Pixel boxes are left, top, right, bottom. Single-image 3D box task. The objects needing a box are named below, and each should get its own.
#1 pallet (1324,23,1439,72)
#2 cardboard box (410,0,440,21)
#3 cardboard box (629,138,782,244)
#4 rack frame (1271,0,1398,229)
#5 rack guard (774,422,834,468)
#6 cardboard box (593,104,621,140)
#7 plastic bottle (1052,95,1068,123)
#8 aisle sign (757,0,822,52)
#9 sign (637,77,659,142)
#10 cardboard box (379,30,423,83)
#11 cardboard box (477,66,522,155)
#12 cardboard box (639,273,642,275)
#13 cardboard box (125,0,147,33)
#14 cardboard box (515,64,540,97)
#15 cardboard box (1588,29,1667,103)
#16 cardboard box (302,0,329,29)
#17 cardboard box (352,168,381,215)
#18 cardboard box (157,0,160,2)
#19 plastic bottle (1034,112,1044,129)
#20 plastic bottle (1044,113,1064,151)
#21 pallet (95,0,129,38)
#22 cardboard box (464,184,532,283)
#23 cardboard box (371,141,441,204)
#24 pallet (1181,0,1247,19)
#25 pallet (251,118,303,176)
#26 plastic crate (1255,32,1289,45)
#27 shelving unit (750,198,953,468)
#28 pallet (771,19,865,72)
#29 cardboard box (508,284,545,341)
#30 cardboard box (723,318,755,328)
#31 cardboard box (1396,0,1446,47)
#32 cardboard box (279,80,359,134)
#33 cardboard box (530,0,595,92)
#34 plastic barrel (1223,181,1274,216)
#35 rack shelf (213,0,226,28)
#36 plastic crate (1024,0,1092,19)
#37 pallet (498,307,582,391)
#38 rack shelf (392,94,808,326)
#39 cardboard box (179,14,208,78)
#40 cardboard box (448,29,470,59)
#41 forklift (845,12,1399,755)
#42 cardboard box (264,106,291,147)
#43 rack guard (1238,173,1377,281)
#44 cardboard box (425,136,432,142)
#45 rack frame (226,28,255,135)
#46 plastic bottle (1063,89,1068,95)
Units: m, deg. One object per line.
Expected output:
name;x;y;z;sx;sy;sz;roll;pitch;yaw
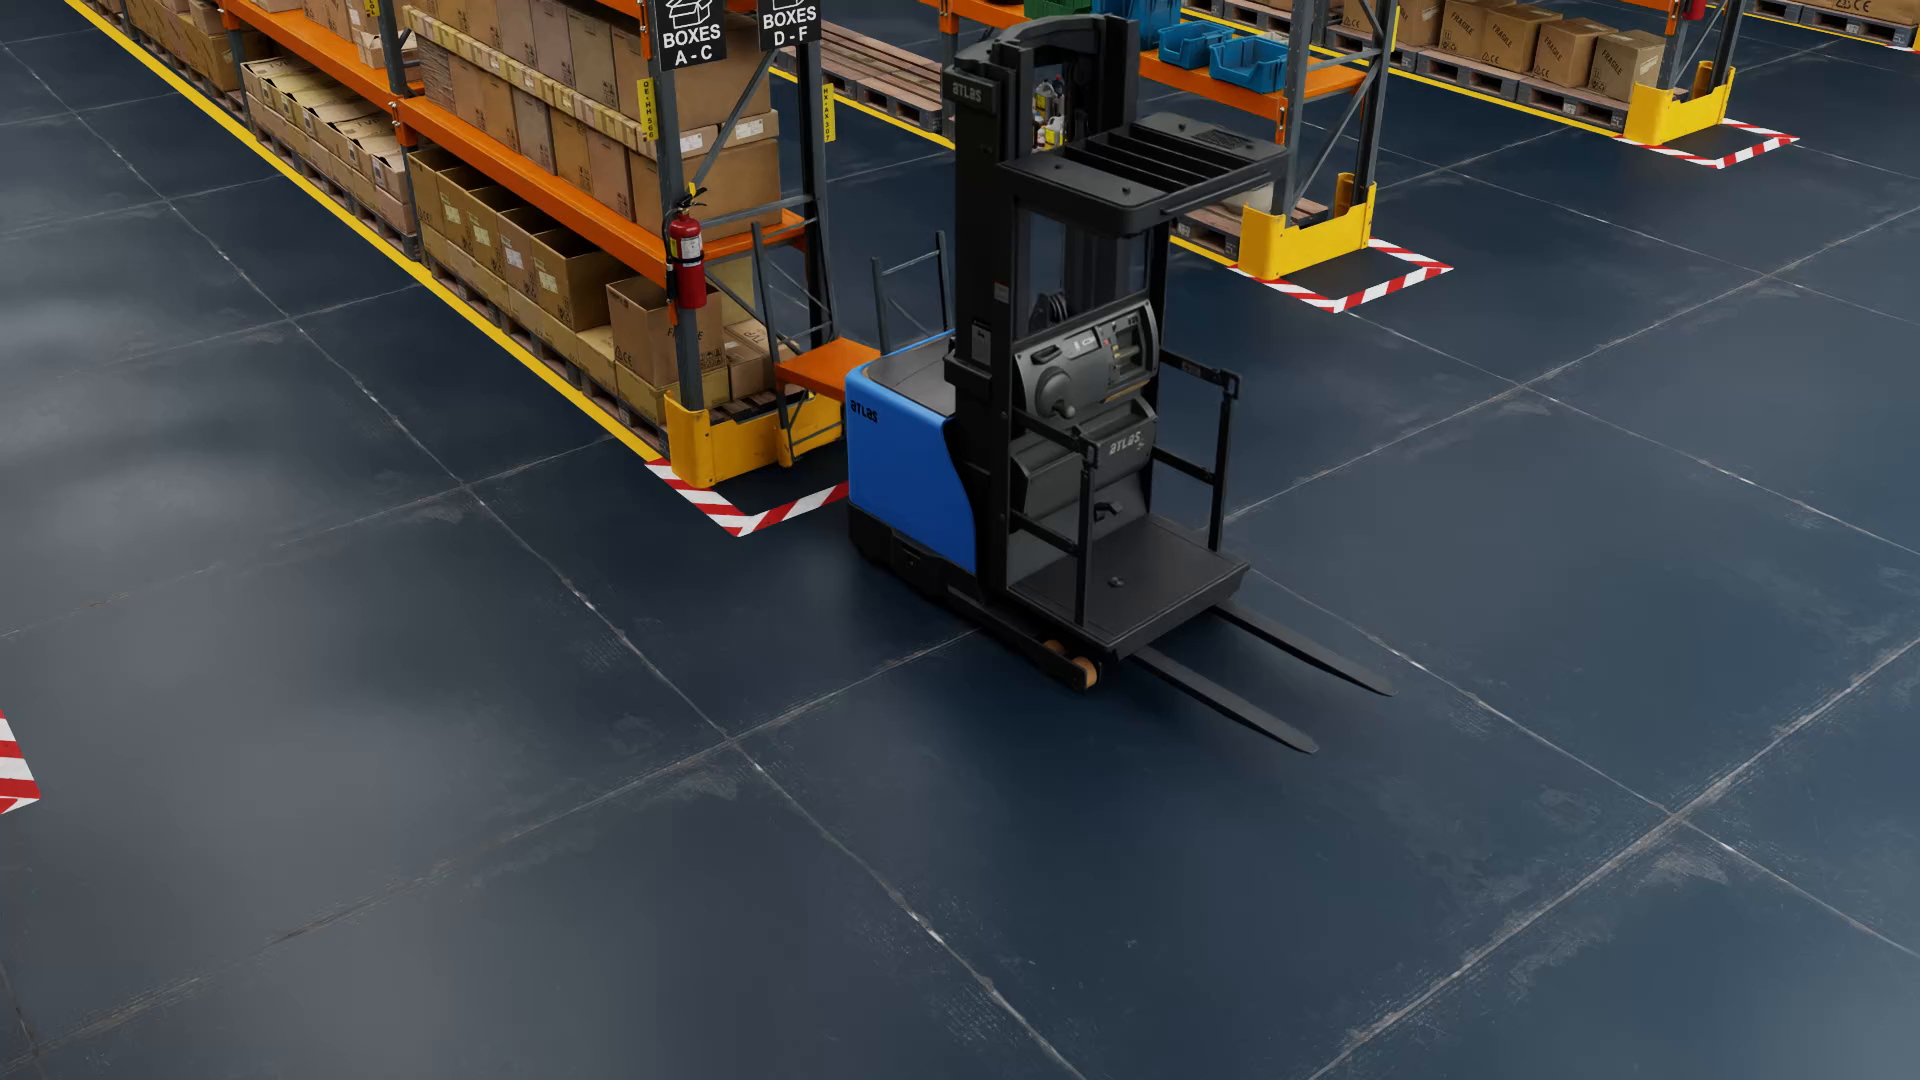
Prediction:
pallet;4.620;-5.248;17.500;1.003;0.211;1.213;-22;38;-31
cardboard box;-3.371;-3.909;11.376;0.700;0.500;0.500;-22;38;-31
cardboard box;-1.471;-2.072;9.648;0.700;0.500;0.500;-22;38;-31
rack frame;2.720;-3.432;11.933;1.000;3.000;0.127;-22;38;-31
rack guard;-0.863;-0.664;10.049;0.587;0.250;0.087;-29;37;-35
cardboard box;-1.898;-2.462;9.661;0.380;0.149;0.250;-23;38;-32
plastic bottle;0.906;-3.815;14.714;0.152;0.276;0.135;-22;38;-31
aisle sign;-0.913;-3.007;8.784;0.394;0.787;0.004;-22;38;-31
sign;-1.632;-2.254;8.713;0.100;0.325;0.005;-22;38;-31
cardboard box;-3.984;-3.625;12.386;0.500;0.250;0.500;-20;37;-28
cardboard box;-2.738;-2.929;11.029;0.700;0.500;0.500;-22;38;-31
cardboard box;-1.973;-1.867;10.911;0.500;0.500;0.500;-22;38;-31
cardboard box;-8.449;-5.677;17.499;0.500;0.500;0.500;-24;39;-33
cardboard box;-2.533;-2.892;10.354;0.380;0.149;0.250;-23;38;-32
cardboard box;6.263;-4.416;15.489;0.500;0.500;0.500;-15;35;-23
cardboard box;-5.059;-4.513;13.579;0.500;0.500;0.500;-25;39;-34
cardboard box;-4.440;-2.799;13.121;0.500;0.250;0.500;-23;39;-32
cardboard box;-7.836;-5.578;16.630;0.500;0.250;0.500;-22;38;-31
plastic bottle;0.670;-3.528;14.257;0.097;0.271;0.097;0;32;0
plastic bottle;0.811;-3.434;14.030;0.144;0.351;0.185;-23;38;-32
pallet;-8.974;-5.934;18.604;1.003;0.211;1.213;-22;38;-31
cardboard box;-2.997;-2.115;11.310;0.500;0.500;0.500;-22;38;-31
cardboard box;-4.123;-2.822;12.628;0.500;0.311;0.500;-22;38;-31
pallet;2.949;-6.350;19.273;1.003;0.211;1.213;-22;38;-31
pallet;-5.627;-3.625;14.886;1.003;0.211;1.213;-22;38;-31
plastic crate;2.426;-3.797;12.770;0.298;0.136;0.250;-22;38;-31
shelving unit;-0.570;-1.055;9.418;0.587;1.500;1.083;-29;37;-35
pallet;-1.741;-5.246;17.496;1.003;0.211;1.213;-22;38;-31
cardboard box;-2.686;-1.590;11.176;0.500;0.250;0.500;-22;38;-31
cardboard box;-1.657;-1.344;10.779;0.500;0.250;0.500;-22;38;-31
cardboard box;4.751;-5.402;17.076;0.500;0.500;0.500;-11;33;-16
cardboard box;-5.372;-3.671;13.994;0.500;0.311;0.500;-23;39;-33
cardboard box;-2.140;-3.072;10.029;0.700;0.500;0.500;-22;38;-31
plastic barrel;2.256;-2.803;12.880;0.421;0.512;0.421;0;32;0
rack shelf;-7.327;-5.693;16.255;1.077;0.370;4.000;-22;38;-31
plastic crate;0.877;-4.352;13.615;0.450;0.188;0.662;-22;38;-31
pallet;-2.441;-1.460;11.400;1.003;0.211;1.213;-22;38;-31
rack shelf;-2.421;-2.359;10.887;1.077;0.370;4.000;-22;38;-31
cardboard box;-7.177;-4.820;16.119;0.500;0.500;0.500;-24;39;-33
cardboard box;-3.160;-3.321;11.044;0.380;0.149;0.250;-23;38;-32
forklift;0.757;-0.818;7.789;1.130;2.935;3.031;-26;40;-35
cardboard box;-5.702;-3.653;14.496;0.500;0.250;0.500;-23;39;-33
rack guard;2.636;-2.386;12.618;1.175;0.500;0.348;-22;38;-31
cardboard box;-4.007;-3.210;13.251;0.500;0.311;0.500;-23;38;-32
rack frame;-6.101;-5.165;14.723;1.000;3.000;0.127;-22;38;-31
plastic bottle;1.008;-3.905;14.789;0.144;0.351;0.185;-24;39;-34
